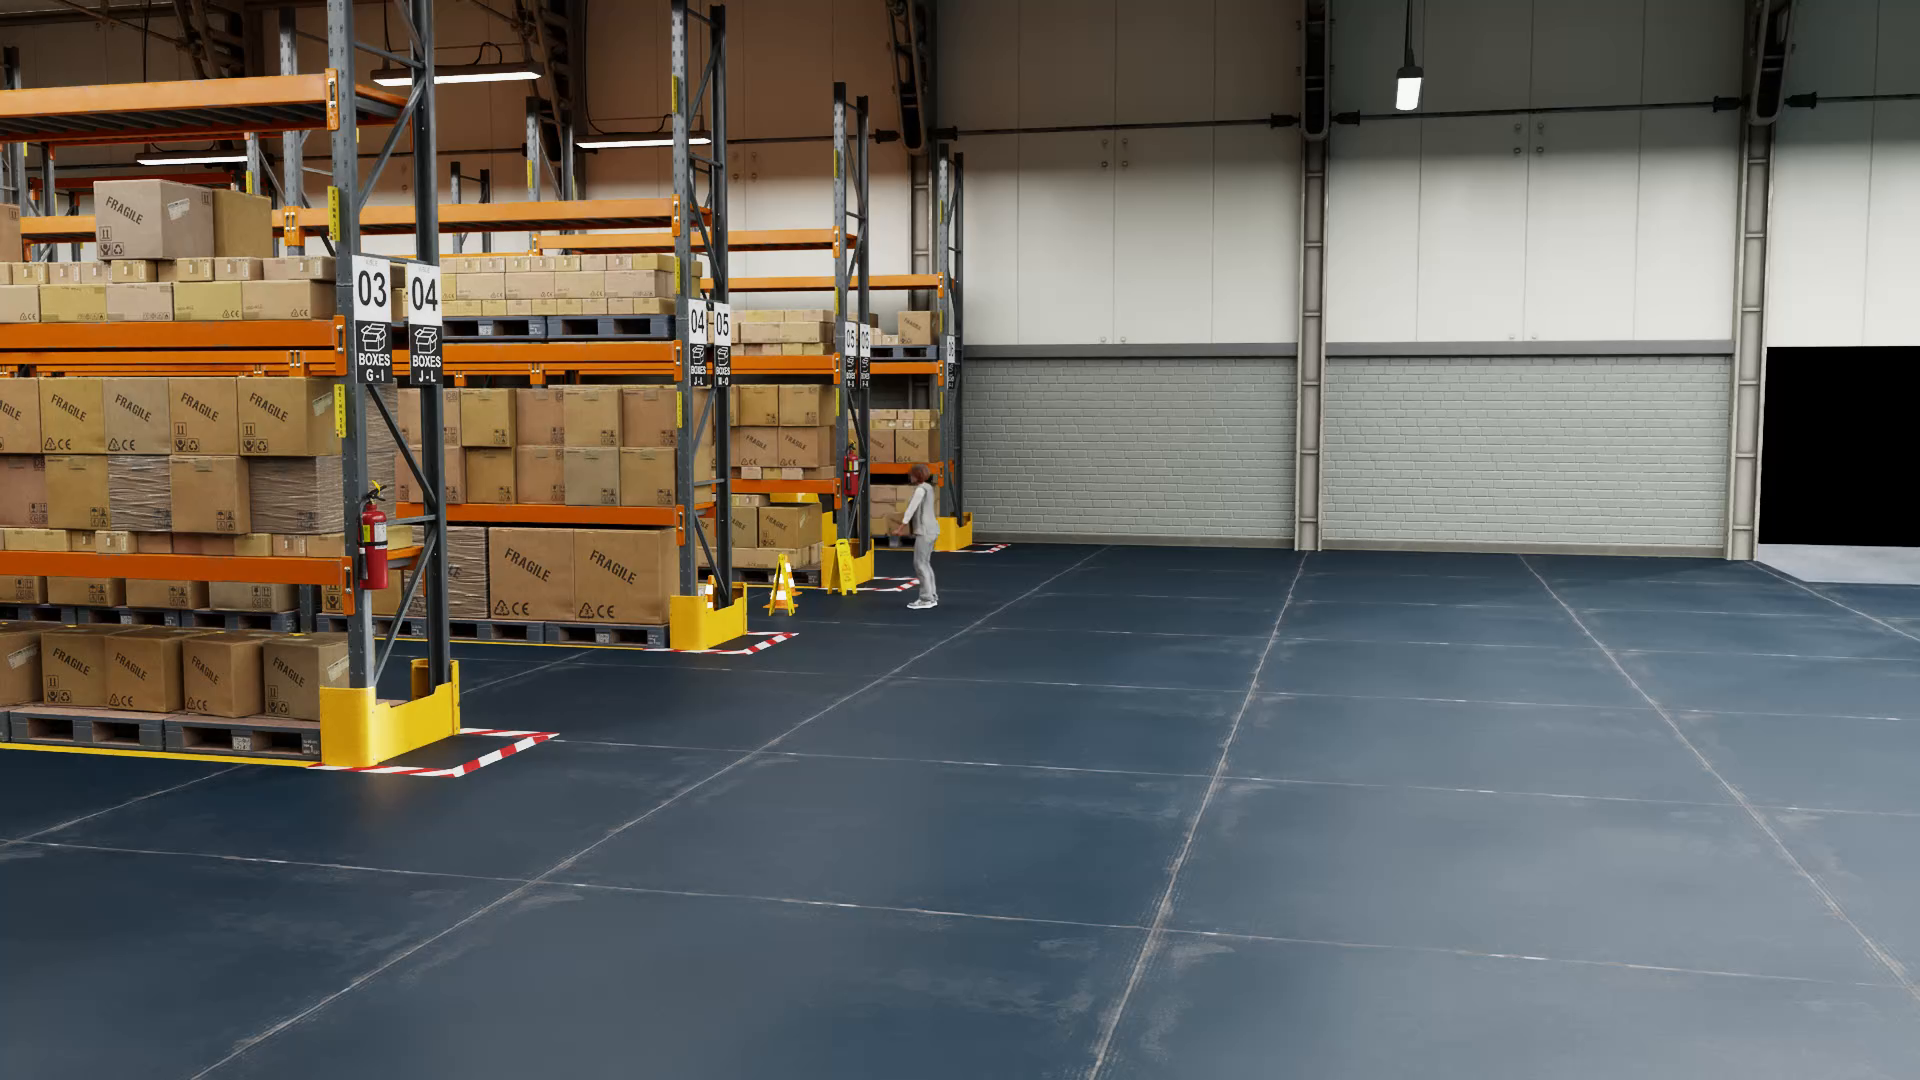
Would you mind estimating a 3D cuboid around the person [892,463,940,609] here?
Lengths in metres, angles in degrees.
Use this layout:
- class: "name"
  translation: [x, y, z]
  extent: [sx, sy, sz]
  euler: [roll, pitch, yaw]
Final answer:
- class: "person"
  translation: [-0.471, -0.050, 18.229]
  extent: [0.508, 1.596, 0.375]
  euler: [1, 5, 13]
